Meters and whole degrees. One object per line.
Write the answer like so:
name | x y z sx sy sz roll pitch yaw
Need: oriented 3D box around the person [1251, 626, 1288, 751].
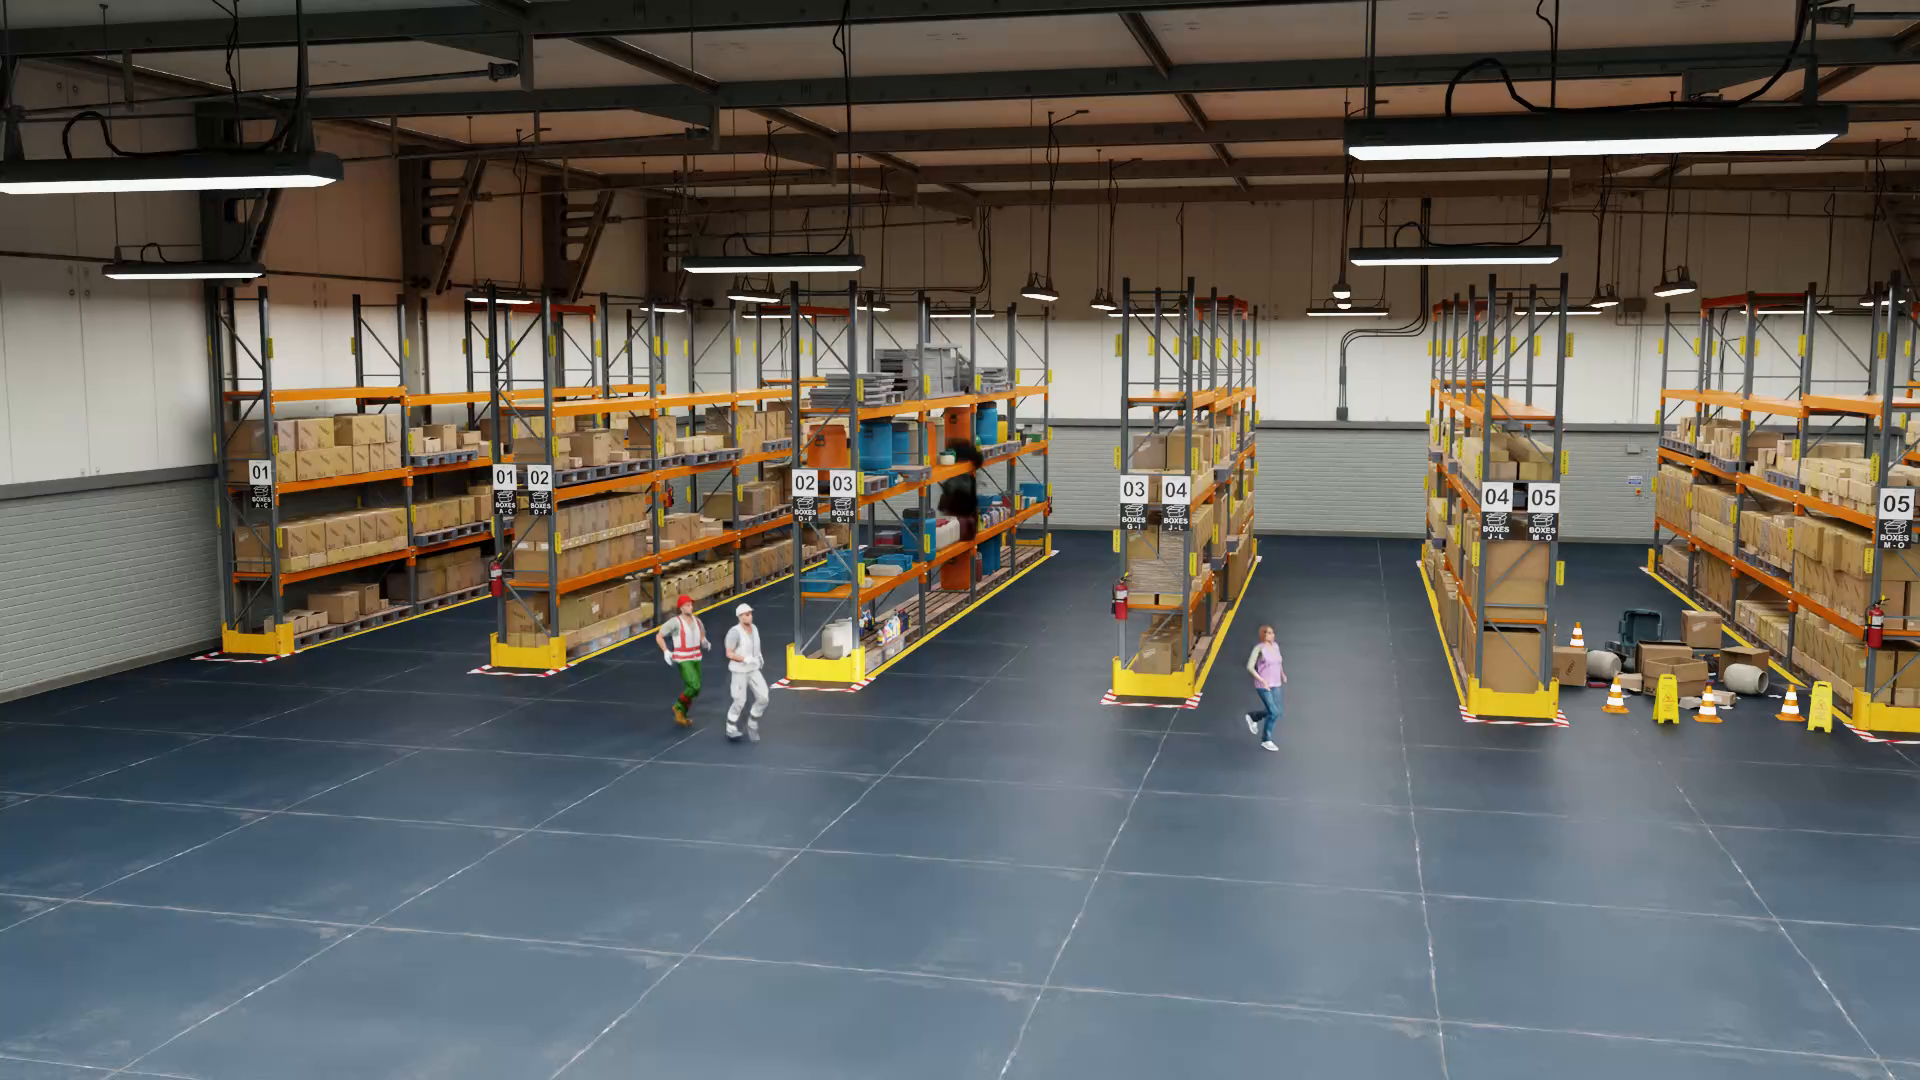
person | 3.873 1.847 20.903 0.544 1.567 0.535 -5 8 -36

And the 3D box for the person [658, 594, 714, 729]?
person | -3.536 1.601 21.931 0.685 1.775 0.646 5 8 36

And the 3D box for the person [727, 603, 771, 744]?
person | -2.666 1.713 21.126 0.742 1.850 0.687 6 9 41
